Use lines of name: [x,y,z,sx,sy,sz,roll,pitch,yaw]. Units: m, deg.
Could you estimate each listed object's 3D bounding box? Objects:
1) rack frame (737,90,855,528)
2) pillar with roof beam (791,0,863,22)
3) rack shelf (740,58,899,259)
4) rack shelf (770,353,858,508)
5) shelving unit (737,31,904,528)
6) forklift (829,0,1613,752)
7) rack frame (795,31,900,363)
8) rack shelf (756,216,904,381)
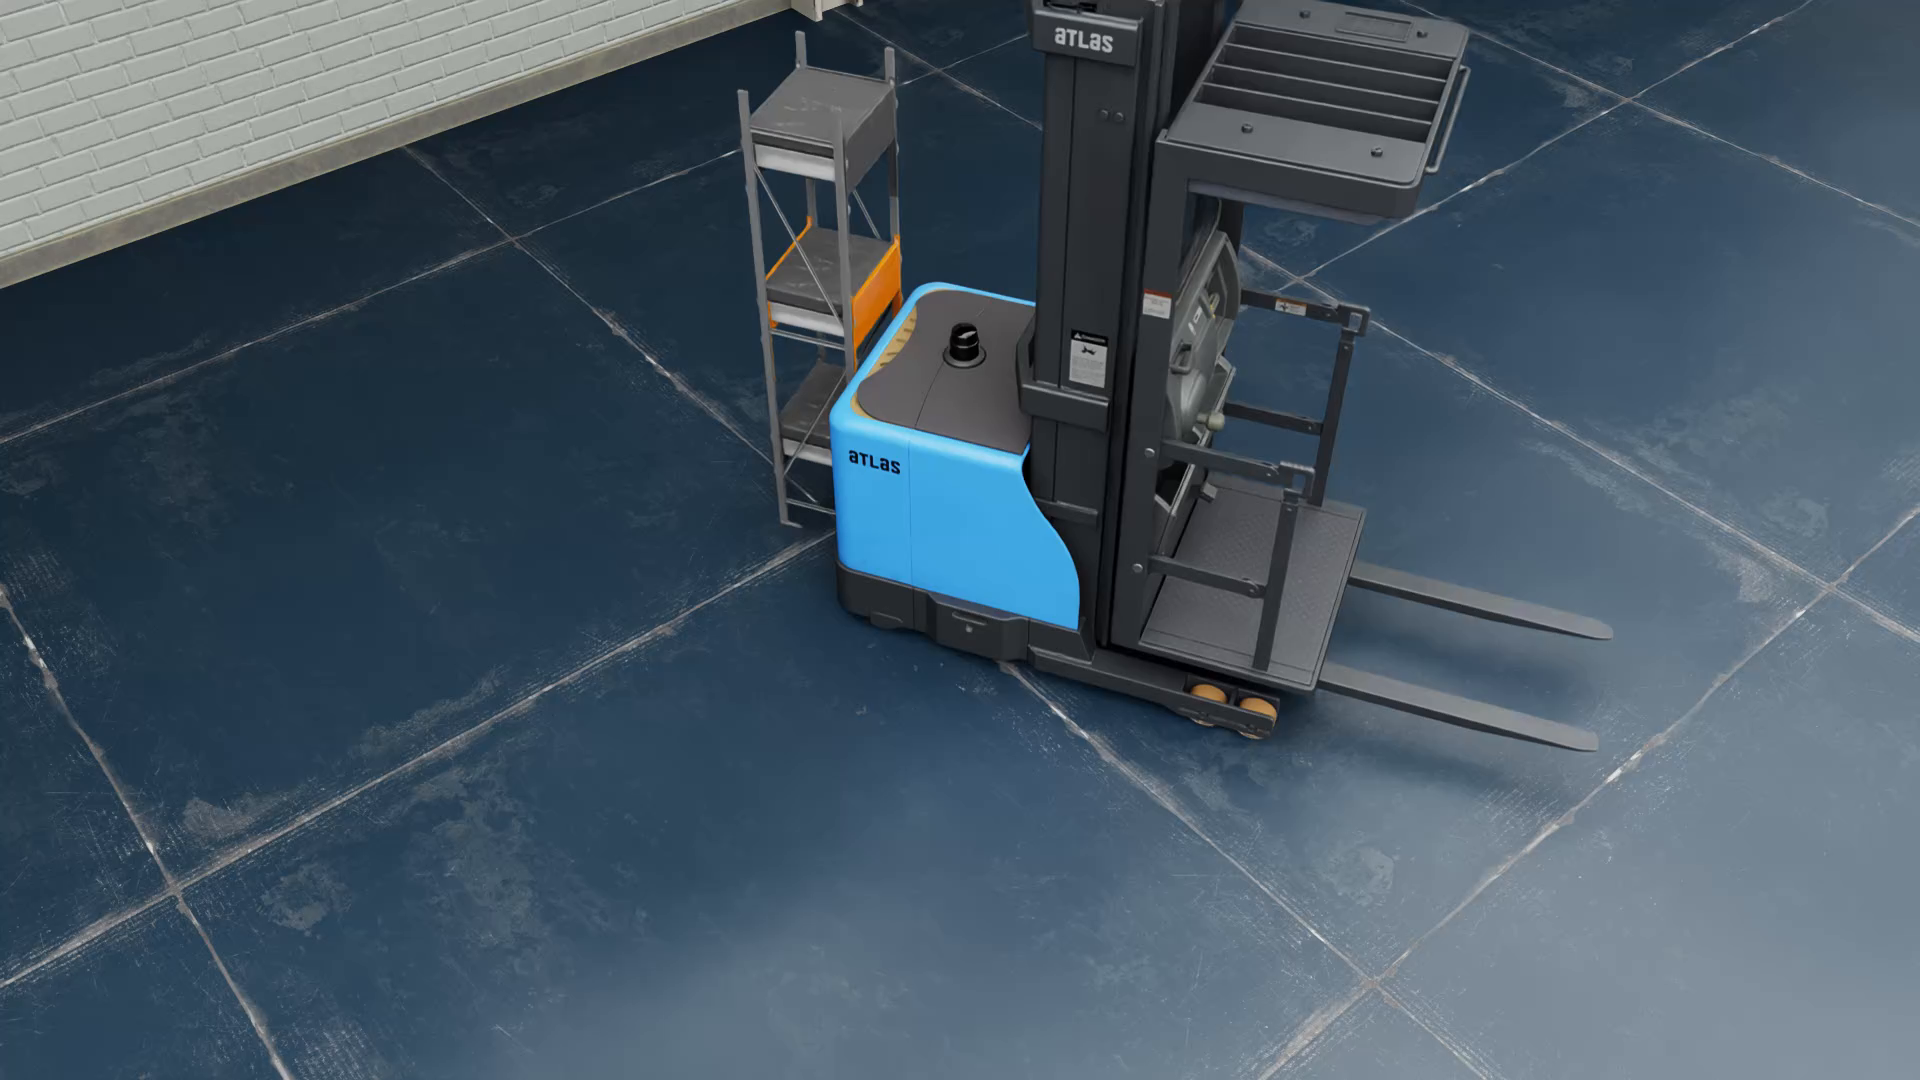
rack frame: [-0.607,-0.795,6.616,0.400,2.100,0.015,15,45,15]
pillar with roof beam: [1.868,-4.594,5.621,0.400,9.000,9.100,-30,51,-28]
rack shelf: [-0.520,-1.451,6.313,0.431,0.518,0.480,15,45,15]
rack shelf: [-0.520,-0.431,7.271,0.431,0.518,0.480,15,45,15]
shelving unit: [-0.520,-0.951,6.782,0.431,2.100,0.503,15,45,15]
forklift: [1.060,-0.707,5.916,3.031,2.935,1.130,15,45,15]
rack frame: [-0.434,-1.107,6.949,0.400,2.100,0.015,15,45,15]
rack shelf: [-0.520,-0.941,6.792,0.431,0.518,0.480,15,45,15]
